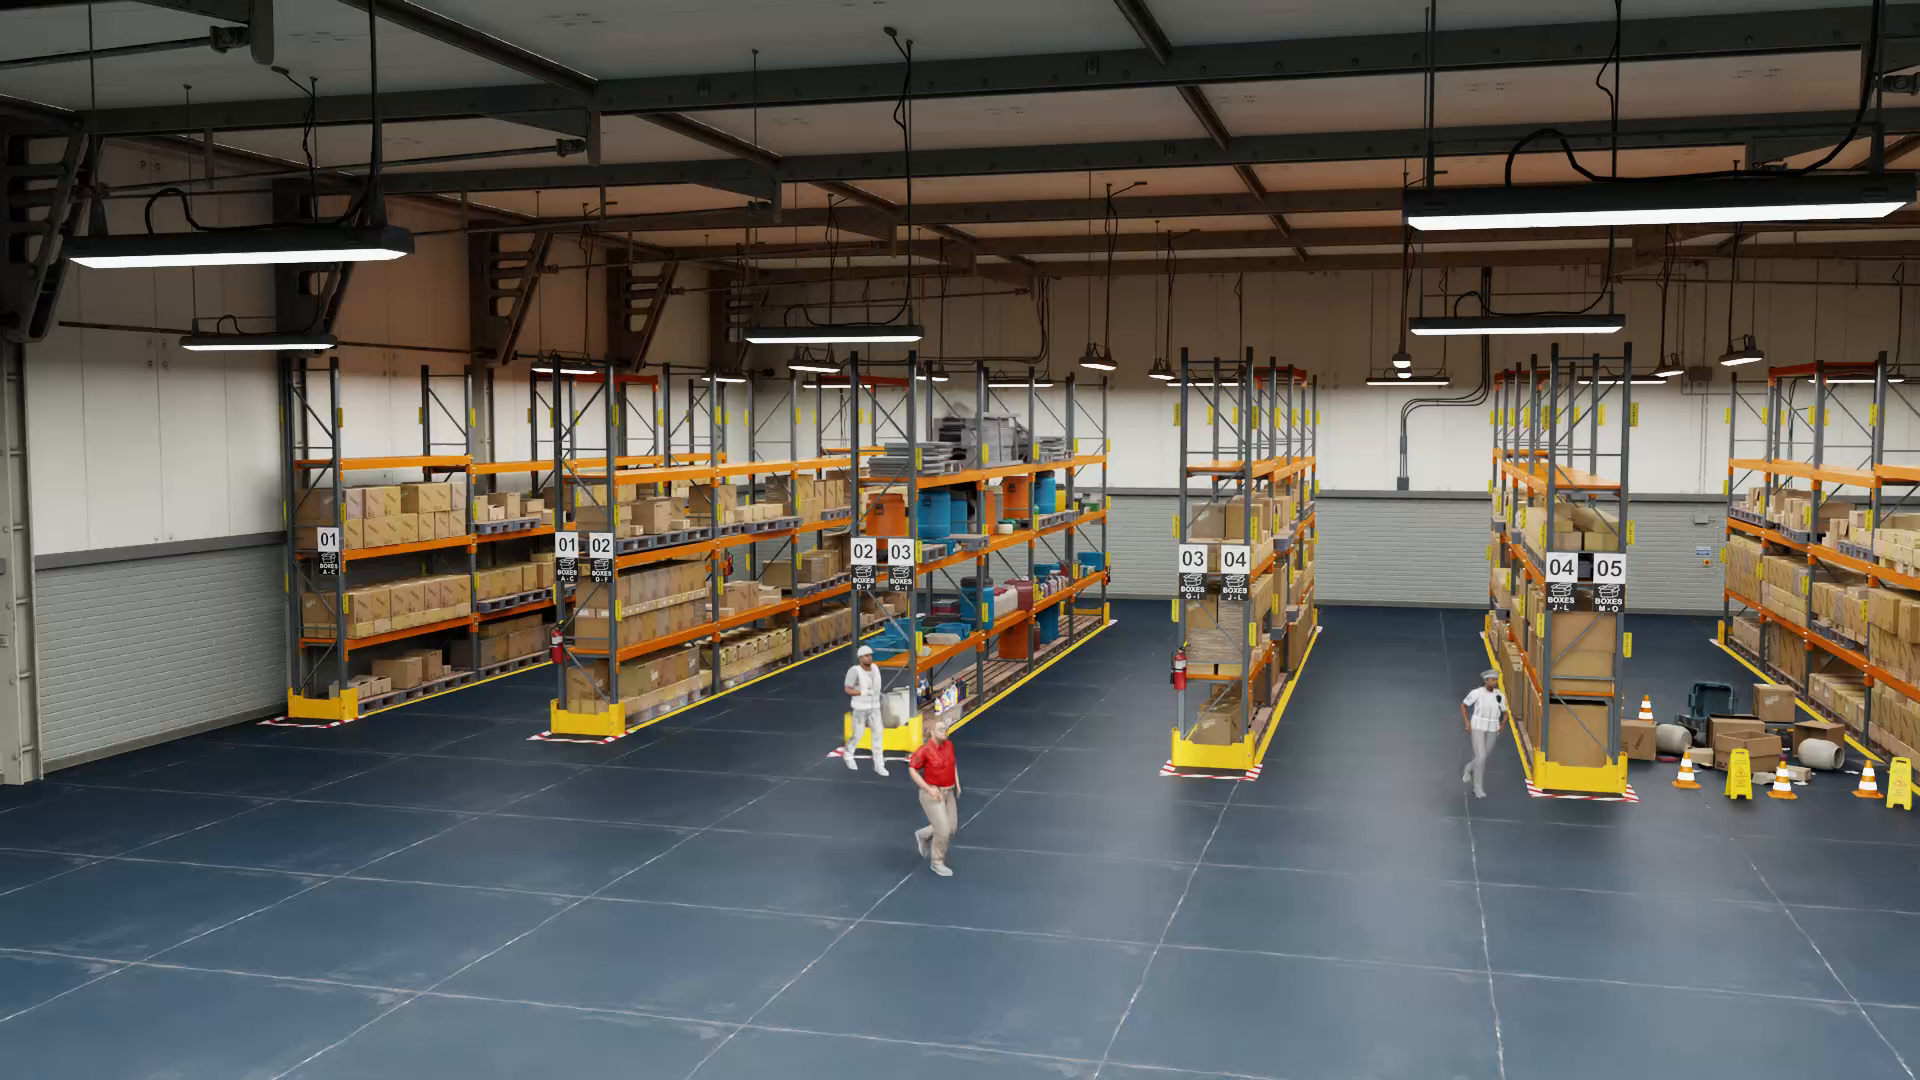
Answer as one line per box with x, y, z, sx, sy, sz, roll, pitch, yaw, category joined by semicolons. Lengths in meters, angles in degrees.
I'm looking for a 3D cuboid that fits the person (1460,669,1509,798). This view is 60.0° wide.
7.018;2.553;22.241;0.608;1.685;0.738;0;4;-6;person

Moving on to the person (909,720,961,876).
-0.299;2.818;18.407;0.662;1.689;0.690;4;6;41;person

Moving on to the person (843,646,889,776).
-1.319;2.366;23.302;0.696;1.779;0.905;-3;5;-37;person
